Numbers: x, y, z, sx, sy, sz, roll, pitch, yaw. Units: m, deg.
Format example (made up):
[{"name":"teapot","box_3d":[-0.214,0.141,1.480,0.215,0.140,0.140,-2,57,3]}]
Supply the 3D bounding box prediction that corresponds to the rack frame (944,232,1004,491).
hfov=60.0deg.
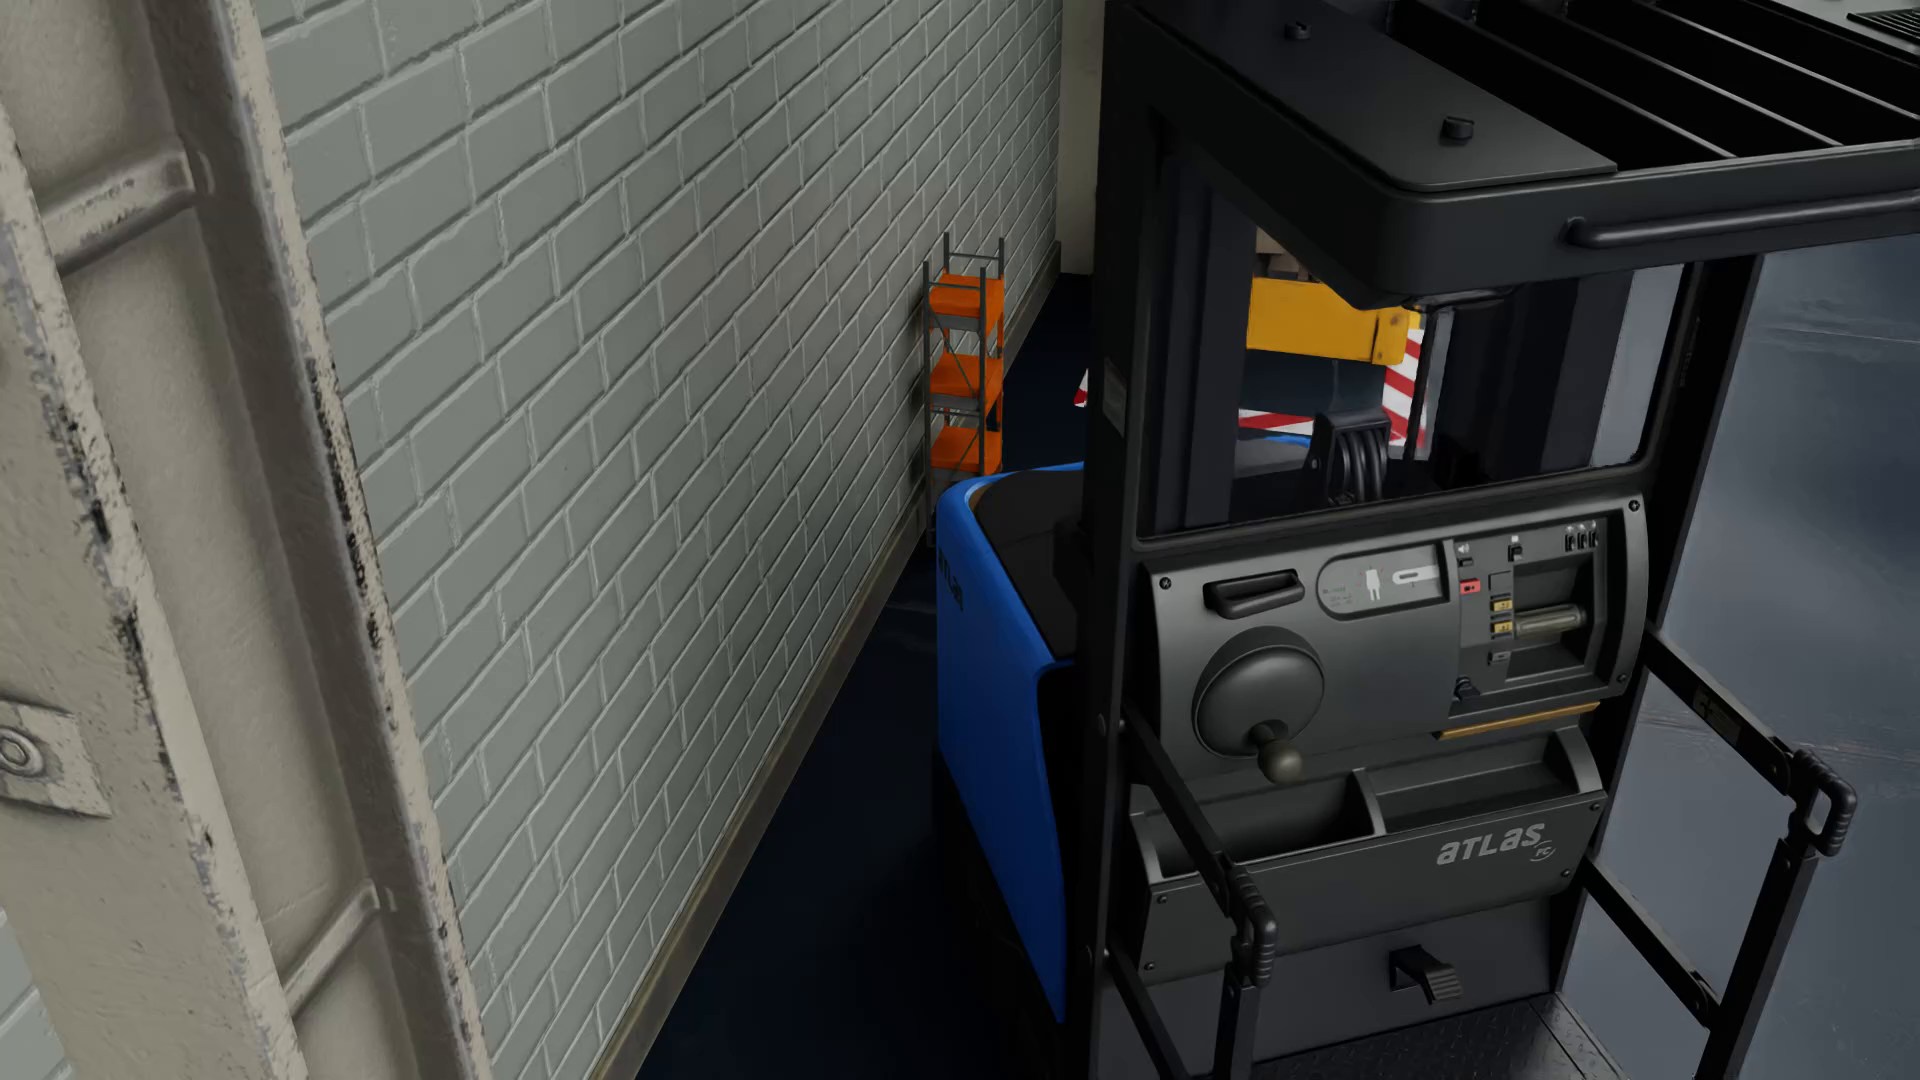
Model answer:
[{"name":"rack frame","box_3d":[0.045,-0.534,5.612,0.200,1.050,0.008,8,33,12]}]

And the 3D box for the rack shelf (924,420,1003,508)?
[{"name":"rack shelf","box_3d":[0.014,-0.227,5.667,0.215,0.259,0.240,8,33,12]}]

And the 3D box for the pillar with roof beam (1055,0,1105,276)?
[{"name":"pillar with roof beam","box_3d":[4.792,-4.540,4.503,9.100,9.000,0.400,8,33,12]}]

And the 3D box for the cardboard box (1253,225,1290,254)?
[{"name":"cardboard box","box_3d":[1.550,-1.511,7.427,0.500,0.311,0.500,4,33,7]}]

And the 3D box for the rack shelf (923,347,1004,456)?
[{"name":"rack shelf","box_3d":[0.014,-0.462,5.518,0.215,0.259,0.240,8,33,12]}]

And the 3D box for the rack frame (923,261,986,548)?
[{"name":"rack frame","box_3d":[-0.017,-0.408,5.412,0.200,1.050,0.008,8,33,12]}]

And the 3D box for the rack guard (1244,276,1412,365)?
[{"name":"rack guard","box_3d":[1.306,-1.098,7.011,1.175,0.500,0.348,8,33,12]}]

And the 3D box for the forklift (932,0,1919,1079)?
[{"name":"forklift","box_3d":[0.825,0.216,2.678,1.130,2.935,3.031,-9,33,-14]}]

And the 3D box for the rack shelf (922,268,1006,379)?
[{"name":"rack shelf","box_3d":[0.014,-0.701,5.365,0.215,0.259,0.240,8,33,12]}]

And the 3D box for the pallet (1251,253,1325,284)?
[{"name":"pallet","box_3d":[1.547,-1.393,7.744,1.003,0.211,1.213,8,33,12]}]

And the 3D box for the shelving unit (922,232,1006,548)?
[{"name":"shelving unit","box_3d":[0.014,-0.471,5.512,0.215,1.050,0.252,8,33,12]}]
